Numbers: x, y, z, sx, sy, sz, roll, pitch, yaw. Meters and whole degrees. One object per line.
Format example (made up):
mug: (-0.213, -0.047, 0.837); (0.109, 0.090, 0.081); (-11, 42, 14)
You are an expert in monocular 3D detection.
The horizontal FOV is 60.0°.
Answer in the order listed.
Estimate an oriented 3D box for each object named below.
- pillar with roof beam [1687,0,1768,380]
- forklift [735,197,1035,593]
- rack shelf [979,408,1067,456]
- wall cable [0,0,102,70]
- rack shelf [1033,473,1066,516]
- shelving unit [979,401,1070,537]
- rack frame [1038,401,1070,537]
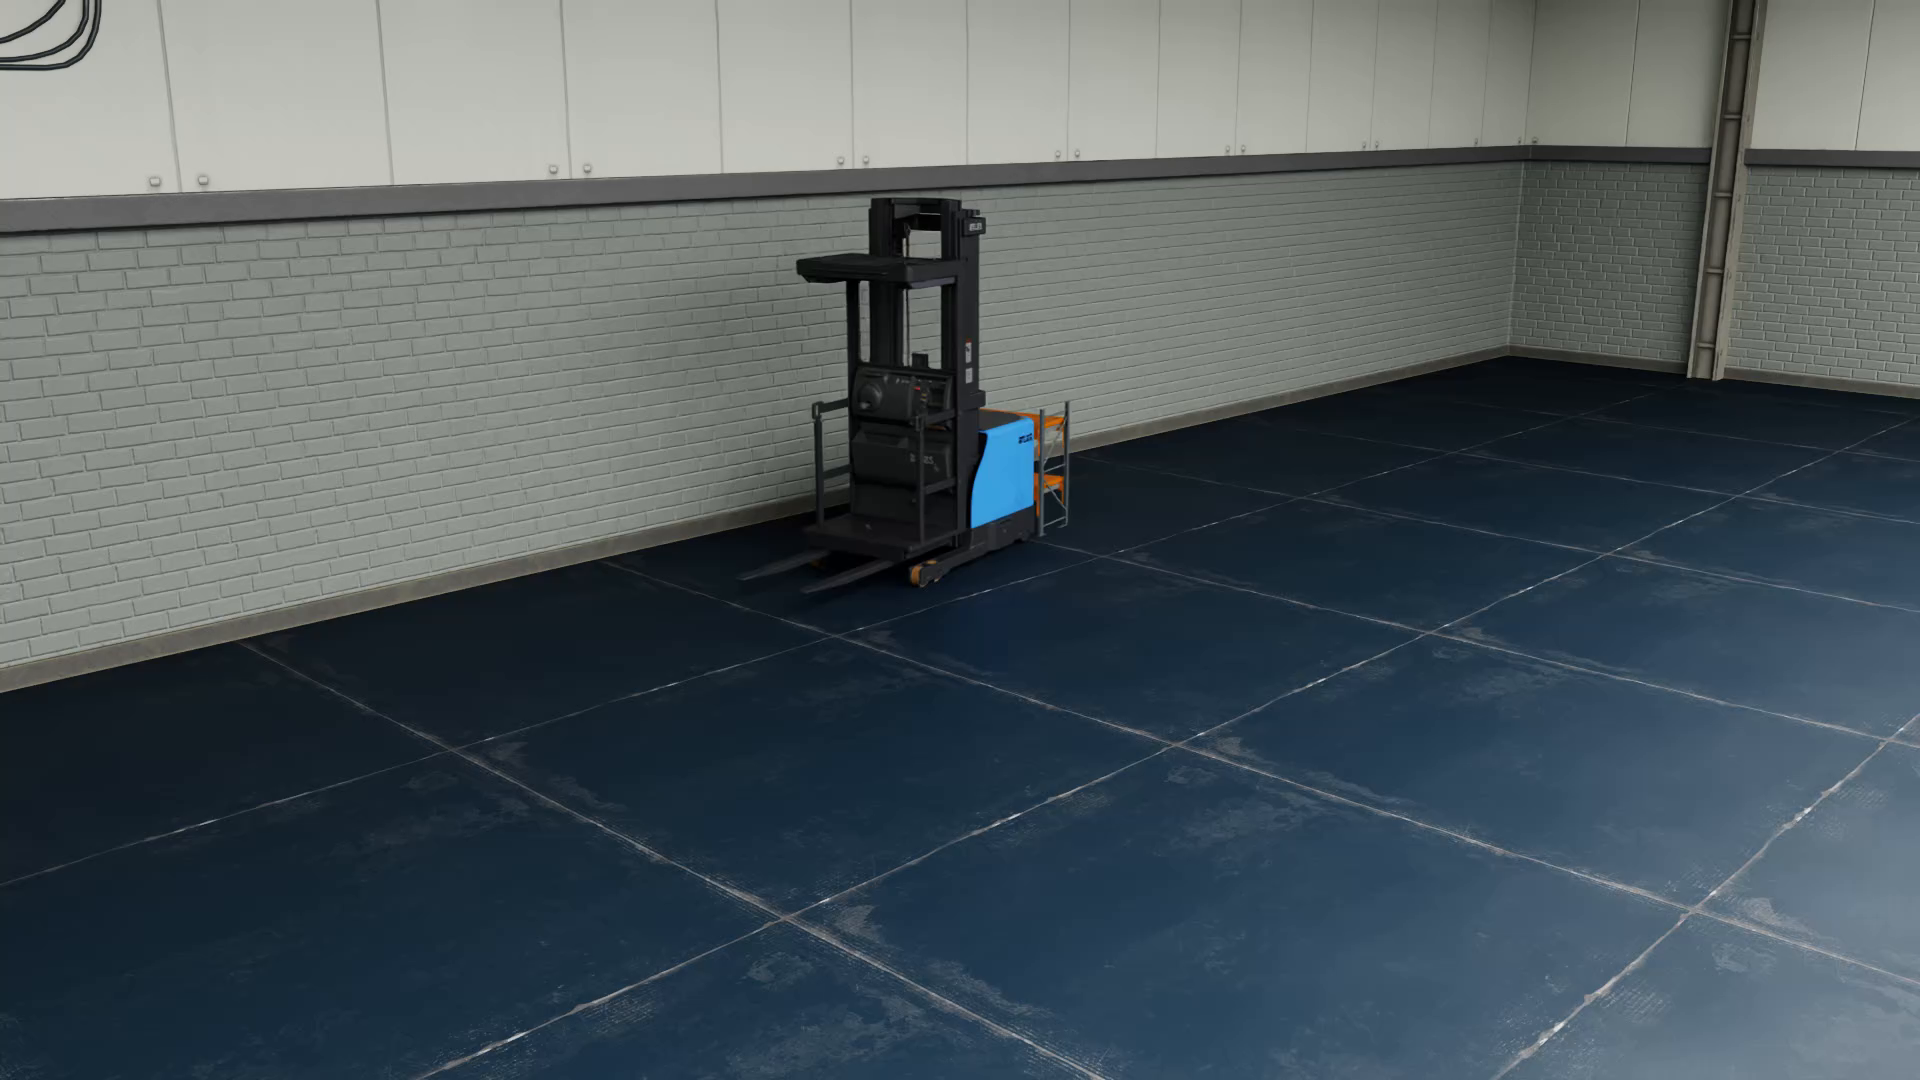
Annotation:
pillar with roof beam: (7.355, -5.827, 18.948); (0.400, 9.000, 9.100); (14, 20, 42)
forklift: (-0.577, -1.186, 13.170); (1.130, 2.935, 3.031); (9, 17, 32)
rack shelf: (0.395, -0.981, 14.805); (1.000, 0.278, 0.538); (9, 17, 31)
wall cable: (-6.123, -5.012, 9.077); (0.169, 6.003, 2.305); (14, 20, 42)
rack shelf: (0.395, -0.461, 14.940); (1.000, 0.278, 0.538); (9, 17, 31)
shelving unit: (0.395, -0.698, 14.879); (1.048, 1.125, 0.538); (9, 17, 31)
rack frame: (0.826, -0.630, 14.619); (0.032, 1.125, 0.500); (9, 17, 31)
